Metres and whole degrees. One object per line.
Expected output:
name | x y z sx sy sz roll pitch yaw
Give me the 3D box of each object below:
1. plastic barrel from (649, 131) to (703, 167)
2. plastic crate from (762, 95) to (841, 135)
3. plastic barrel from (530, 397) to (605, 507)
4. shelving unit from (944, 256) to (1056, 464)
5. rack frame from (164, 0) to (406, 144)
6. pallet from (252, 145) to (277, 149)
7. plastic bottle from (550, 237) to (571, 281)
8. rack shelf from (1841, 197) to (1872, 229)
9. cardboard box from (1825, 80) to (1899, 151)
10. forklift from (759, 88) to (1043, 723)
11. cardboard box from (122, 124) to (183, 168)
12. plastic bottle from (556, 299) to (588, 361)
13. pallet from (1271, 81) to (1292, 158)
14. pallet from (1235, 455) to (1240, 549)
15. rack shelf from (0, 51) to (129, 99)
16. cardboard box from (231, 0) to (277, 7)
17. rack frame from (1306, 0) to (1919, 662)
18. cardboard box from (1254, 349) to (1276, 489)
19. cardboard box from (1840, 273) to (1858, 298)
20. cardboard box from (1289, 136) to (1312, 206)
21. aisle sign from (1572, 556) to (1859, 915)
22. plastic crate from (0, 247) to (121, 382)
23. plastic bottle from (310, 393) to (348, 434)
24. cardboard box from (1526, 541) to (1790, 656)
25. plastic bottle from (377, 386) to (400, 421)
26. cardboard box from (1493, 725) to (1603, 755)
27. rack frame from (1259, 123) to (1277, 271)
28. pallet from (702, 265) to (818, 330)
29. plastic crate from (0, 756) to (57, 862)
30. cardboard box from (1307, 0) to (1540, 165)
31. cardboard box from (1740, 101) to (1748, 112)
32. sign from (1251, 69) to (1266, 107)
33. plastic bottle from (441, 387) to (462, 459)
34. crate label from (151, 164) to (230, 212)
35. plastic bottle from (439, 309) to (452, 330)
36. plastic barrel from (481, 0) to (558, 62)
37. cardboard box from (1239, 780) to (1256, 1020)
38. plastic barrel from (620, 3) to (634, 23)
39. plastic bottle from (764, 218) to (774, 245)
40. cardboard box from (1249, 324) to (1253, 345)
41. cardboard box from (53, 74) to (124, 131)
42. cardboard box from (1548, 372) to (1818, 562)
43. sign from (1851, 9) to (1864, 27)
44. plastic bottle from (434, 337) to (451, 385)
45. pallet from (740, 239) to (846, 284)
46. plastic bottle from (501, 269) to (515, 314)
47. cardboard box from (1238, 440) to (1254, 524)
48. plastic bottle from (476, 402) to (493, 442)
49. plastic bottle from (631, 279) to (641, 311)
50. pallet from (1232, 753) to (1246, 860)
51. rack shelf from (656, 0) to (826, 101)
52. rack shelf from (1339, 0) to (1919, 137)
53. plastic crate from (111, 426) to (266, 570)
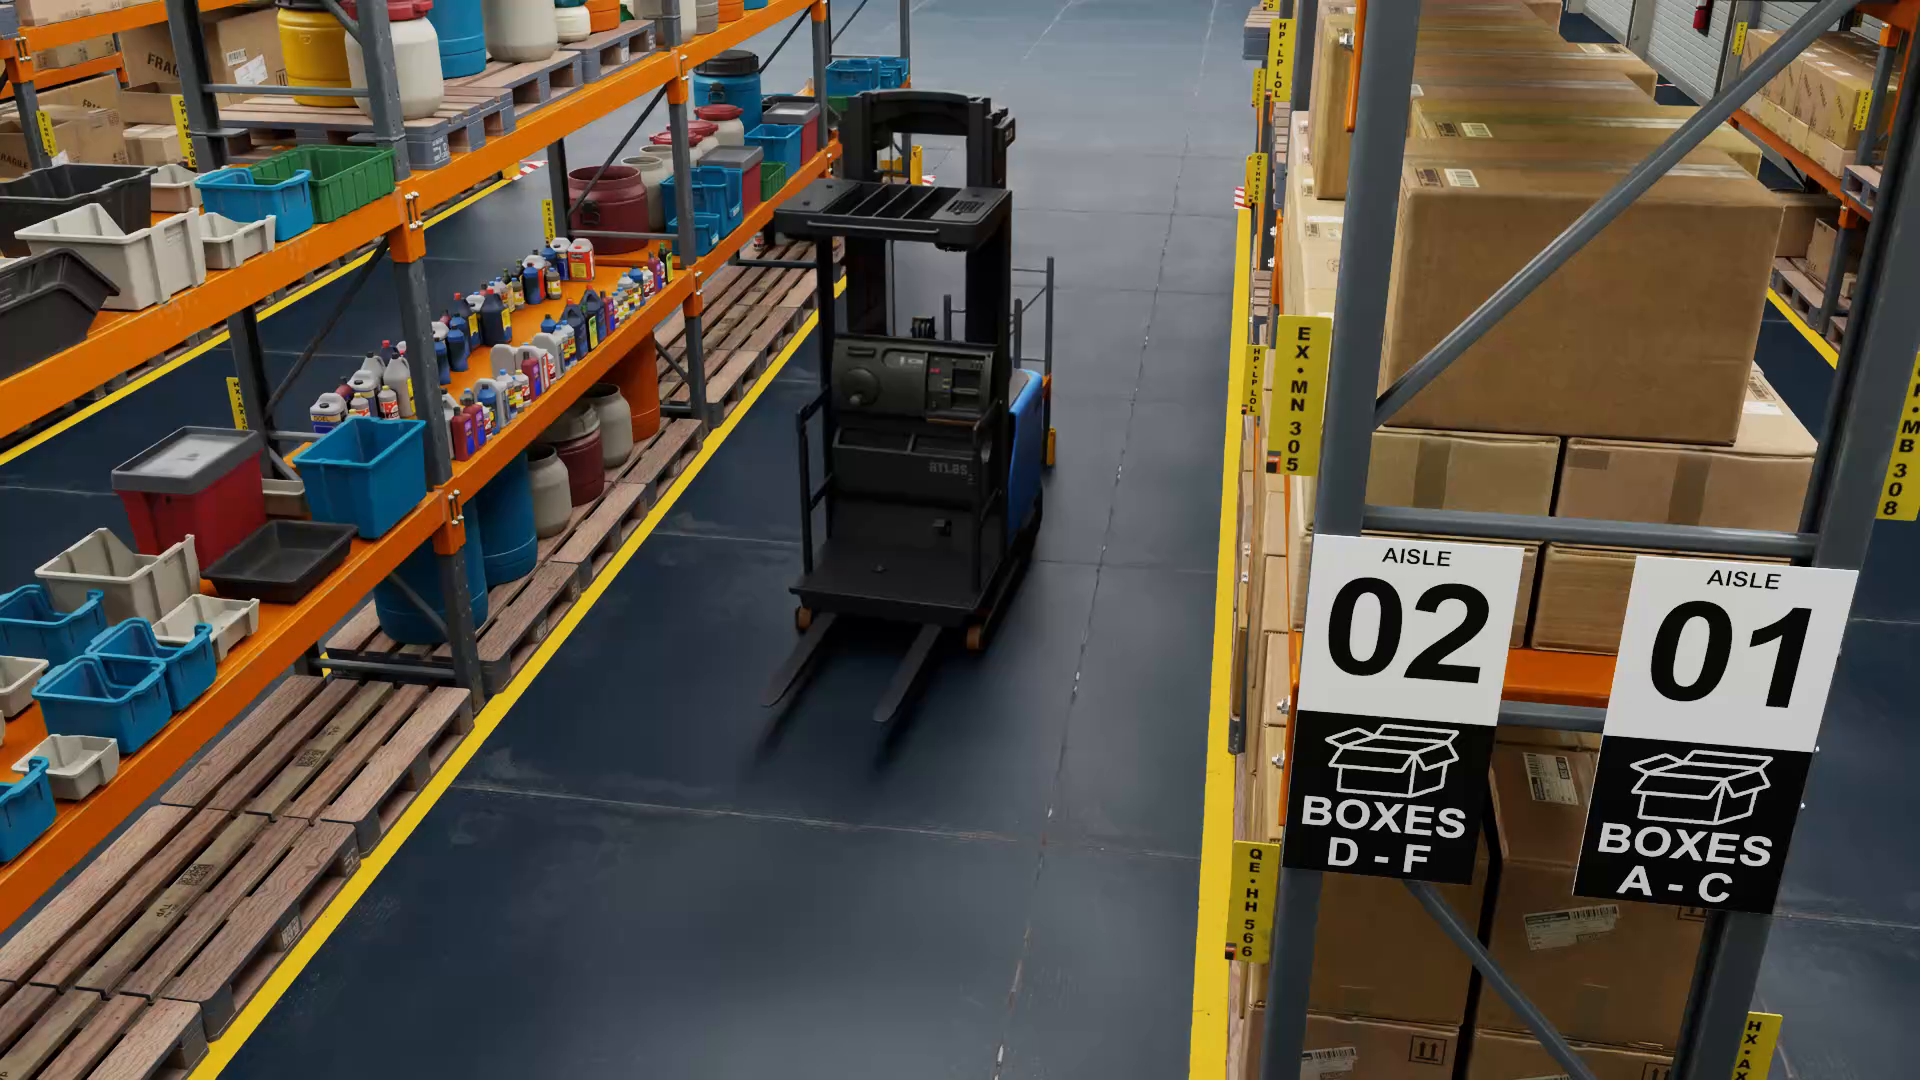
plastic barrel | -2.290 -3.023 13.509 0.433 0.535 0.433 0 25 0
plastic crate | -1.515 -4.016 15.865 0.767 0.338 0.504 4 25 9
plastic barrel | -2.628 -0.581 10.802 0.600 0.588 0.708 4 25 9
shelving unit | 0.269 -1.062 11.251 0.587 1.500 1.083 6 26 13
rack frame | -3.034 -3.205 6.983 1.000 3.000 0.127 4 25 9
pallet | -6.881 -3.781 15.515 1.003 0.211 1.213 4 25 9
plastic bottle | -2.770 -1.946 11.516 0.152 0.276 0.135 4 25 9
rack shelf | 7.721 -1.985 12.302 1.077 0.370 4.000 4 25 9
cardboard box | 7.820 -3.647 14.273 0.500 0.500 0.500 4 25 8
forklift | -0.322 -0.875 9.161 1.130 2.935 3.031 6 26 13
cardboard box | -6.766 -3.311 13.968 0.500 0.250 0.500 3 25 7
plastic bottle | -2.331 -1.265 9.973 0.144 0.351 0.185 4 25 9
pallet | 2.195 -2.119 8.421 1.213 0.211 1.003 4 25 9
pallet | 2.347 -0.244 11.022 1.003 0.211 1.213 4 25 9
rack shelf | -11.163 -5.074 18.900 1.077 0.370 4.000 4 25 9
cardboard box | -6.811 -5.017 16.282 0.500 0.500 0.500 4 25 9
rack frame | 1.199 -1.187 2.672 1.000 3.000 0.127 4 25 9
cardboard box | 1.498 -0.464 6.905 0.500 0.500 0.500 5 25 10
cardboard box | 8.105 -2.289 14.926 0.380 0.166 0.250 1 25 2
cardboard box | 1.448 -1.265 5.963 0.500 0.250 0.500 4 25 9
aisle sign | 1.477 0.401 3.288 0.394 0.787 0.004 4 25 9
plastic crate | -3.167 -0.765 5.382 0.504 0.338 0.767 4 25 9
plastic bottle | -3.288 -0.619 8.681 0.152 0.276 0.135 4 25 9
cardboard box | 1.533 0.042 3.761 0.500 0.250 0.500 4 25 9
plastic bottle | -3.103 -0.737 9.021 0.097 0.201 0.097 0 25 0
cardboard box | 1.609 0.645 4.536 0.500 0.500 0.500 4 25 9
rack frame | 2.506 -1.816 11.092 1.000 3.000 0.127 4 25 9
pallet | -1.816 -2.240 15.286 1.003 0.211 1.213 4 25 9
plastic crate | -3.215 0.878 5.463 0.416 0.233 0.300 4 25 9
cardboard box | 1.589 -1.595 5.783 0.700 0.500 0.500 4 25 9
cardboard box | 8.308 -4.580 17.149 0.500 0.250 0.500 3 25 7
sign | 2.612 -3.955 14.546 0.100 0.325 0.005 4 25 9
plastic bottle | -2.650 -0.607 8.567 0.144 0.351 0.185 4 25 9
crate label | -3.399 -1.543 7.280 0.293 0.136 0.466 4 25 9
plastic bottle | -3.094 -1.239 9.997 0.061 0.283 0.133 4 25 9
plastic barrel | -2.521 -3.019 9.468 0.433 0.535 0.433 0 25 0
cardboard box | 1.085 1.061 4.827 0.500 0.500 0.500 4 25 9
plastic barrel | -2.390 -3.556 11.454 0.294 0.245 0.294 0 25 0
plastic bottle | -1.905 -3.123 16.489 0.144 0.351 0.185 3 25 7
cardboard box | 2.427 -1.469 12.437 0.500 0.311 0.500 4 25 8
cardboard box | -10.881 -5.176 20.280 0.875 0.875 0.875 4 25 9
cardboard box | 1.539 -0.184 3.654 0.500 0.250 0.500 4 25 9
sign | 9.245 -5.441 17.098 0.100 0.325 0.005 4 25 9
plastic bottle | -2.998 -1.036 9.577 0.097 0.271 0.097 0 25 0
pallet | -1.576 -2.849 16.588 1.003 0.211 1.213 4 25 9
plastic bottle | -2.950 -1.607 10.782 0.061 0.283 0.133 4 25 9
cardboard box | 1.983 -0.284 10.248 0.500 0.500 0.500 4 25 8
plastic bottle | -2.530 -0.627 8.786 0.097 0.201 0.097 0 25 0
plastic bottle | -2.148 -1.607 10.878 0.097 0.201 0.097 0 25 0
pallet | 1.739 1.407 7.496 1.003 0.211 1.213 4 25 9
rack shelf | -2.053 -4.030 13.132 1.077 0.370 4.000 4 25 9
rack shelf | 1.525 -1.697 4.612 1.077 0.370 4.000 4 25 9
plastic crate | -3.427 -0.188 7.467 0.402 0.464 0.583 4 25 9
